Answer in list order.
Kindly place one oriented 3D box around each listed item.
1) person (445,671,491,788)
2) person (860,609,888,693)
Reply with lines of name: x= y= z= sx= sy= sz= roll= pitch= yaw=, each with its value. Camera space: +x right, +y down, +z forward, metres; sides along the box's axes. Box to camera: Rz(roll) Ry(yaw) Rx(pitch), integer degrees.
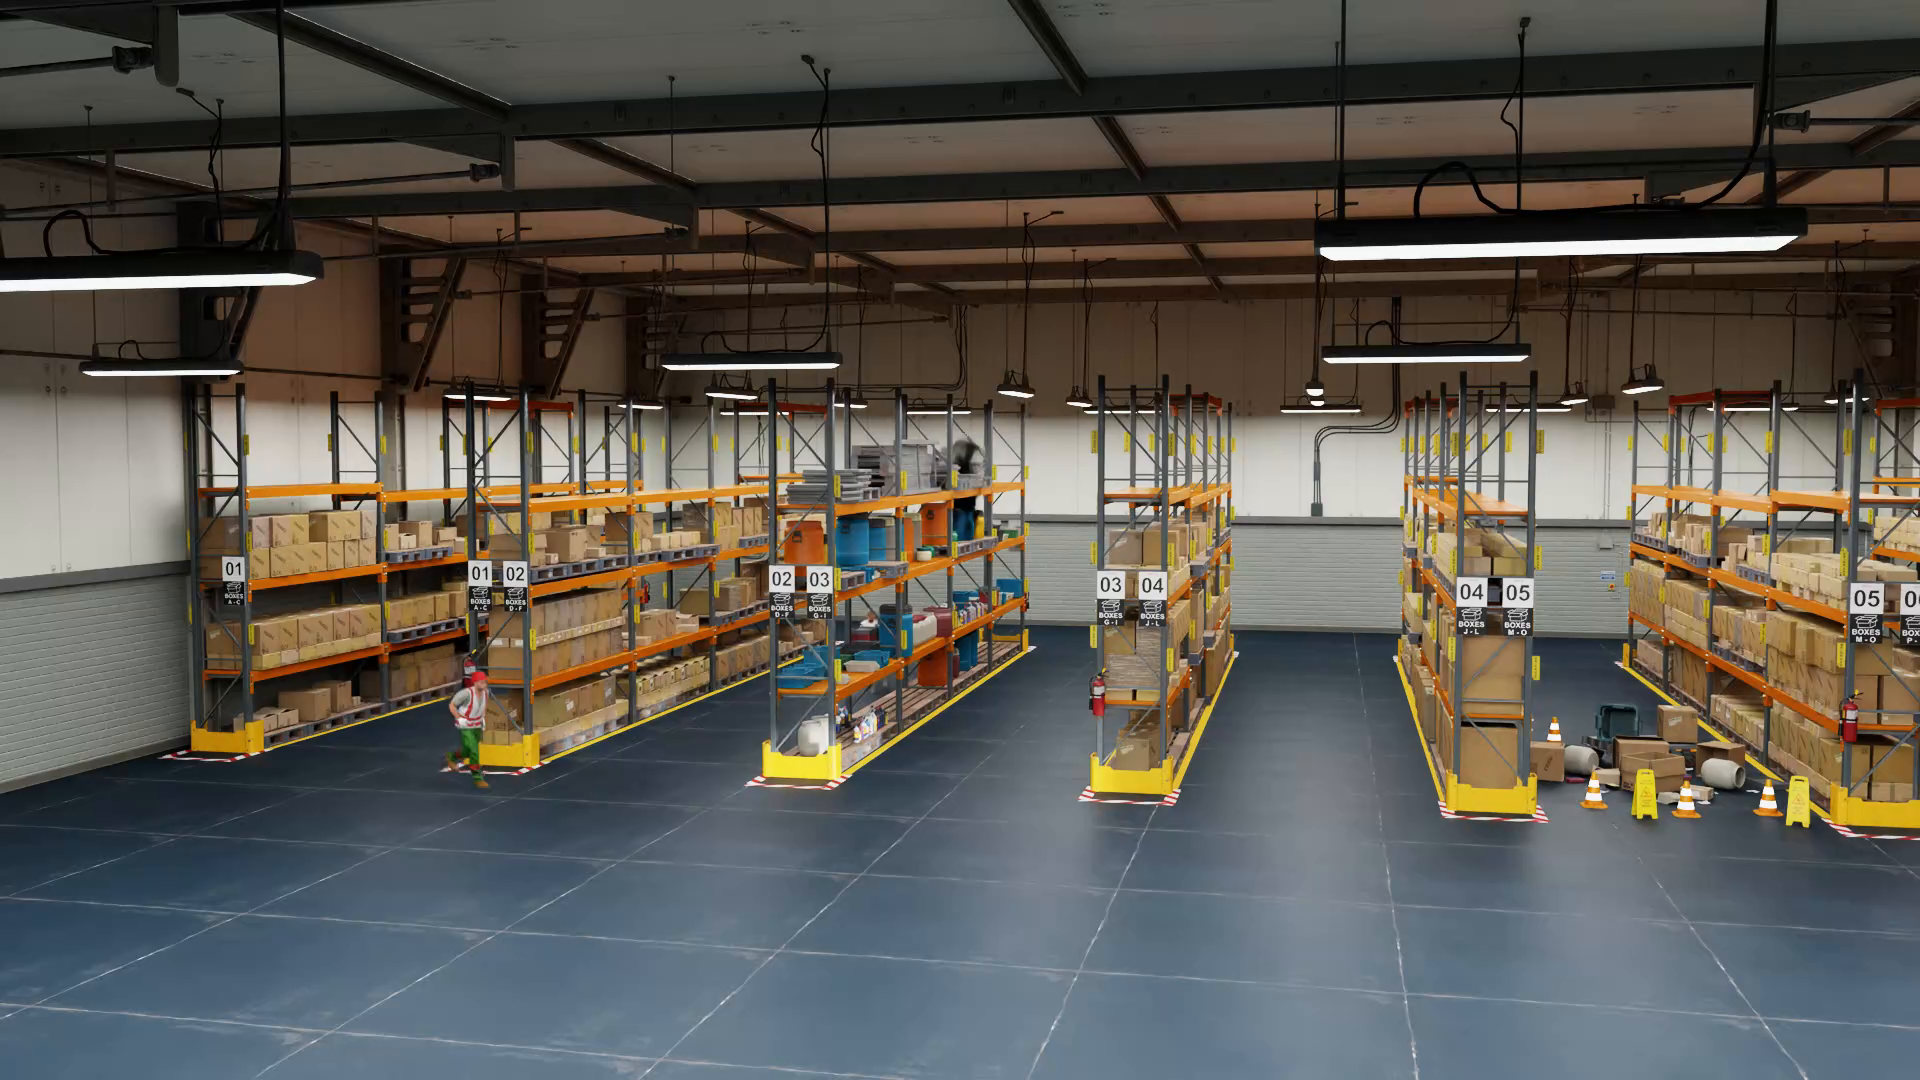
person: x=-7.275 y=2.768 z=24.434 sx=0.972 sy=1.728 sz=0.663 roll=3 pitch=4 yaw=39
person: x=-1.788 y=2.245 z=33.909 sx=0.676 sy=1.687 sz=0.822 roll=1 pitch=3 yaw=12
